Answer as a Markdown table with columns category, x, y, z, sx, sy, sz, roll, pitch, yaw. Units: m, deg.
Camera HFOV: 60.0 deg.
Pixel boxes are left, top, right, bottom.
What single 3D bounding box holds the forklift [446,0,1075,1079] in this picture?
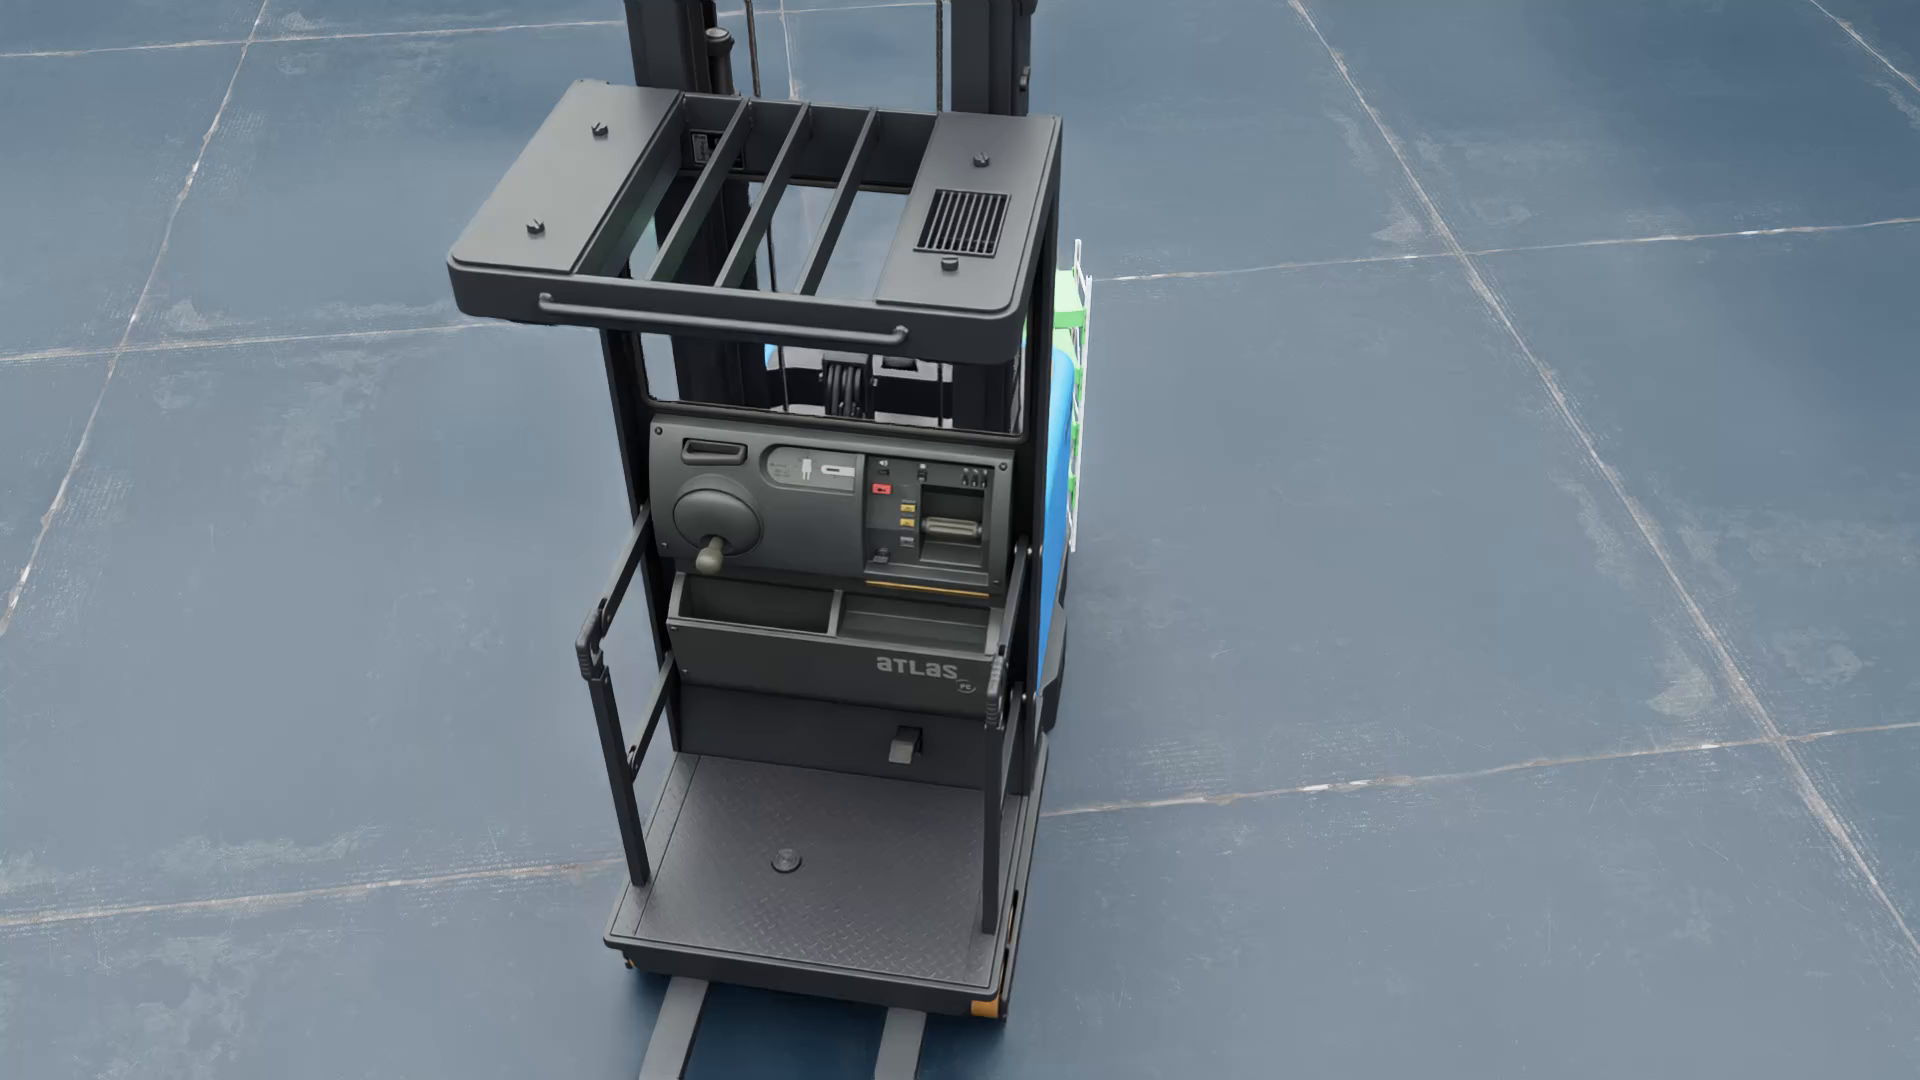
| category | x | y | z | sx | sy | sz | roll | pitch | yaw |
| --- | --- | --- | --- | --- | --- | --- | --- | --- | --- |
| forklift | -0.364 | 0.006 | 4.055 | 1.130 | 2.935 | 3.031 | 6 | 42 | 7 |

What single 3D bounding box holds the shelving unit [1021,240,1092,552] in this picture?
| category | x | y | z | sx | sy | sz | roll | pitch | yaw |
| --- | --- | --- | --- | --- | --- | --- | --- | --- | --- |
| shelving unit | 0.166 | -0.463 | 5.868 | 0.503 | 1.200 | 0.258 | -4 | 42 | -5 |

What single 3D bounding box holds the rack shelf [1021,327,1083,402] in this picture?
| category | x | y | z | sx | sy | sz | roll | pitch | yaw |
| --- | --- | --- | --- | --- | --- | --- | --- | --- | --- |
| rack shelf | 0.166 | -0.594 | 5.750 | 0.480 | 0.148 | 0.258 | -4 | 42 | -5 |

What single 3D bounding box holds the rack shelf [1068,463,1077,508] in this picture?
| category | x | y | z | sx | sy | sz | roll | pitch | yaw |
| --- | --- | --- | --- | --- | --- | --- | --- | --- | --- |
| rack shelf | 0.166 | -0.238 | 6.072 | 0.480 | 0.148 | 0.258 | -4 | 42 | -5 |

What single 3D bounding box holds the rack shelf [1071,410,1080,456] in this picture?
| category | x | y | z | sx | sy | sz | roll | pitch | yaw |
| --- | --- | --- | --- | --- | --- | --- | --- | --- | --- |
| rack shelf | 0.166 | -0.416 | 5.911 | 0.480 | 0.148 | 0.258 | -4 | 42 | -5 |

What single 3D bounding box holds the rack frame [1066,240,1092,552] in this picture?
| category | x | y | z | sx | sy | sz | roll | pitch | yaw |
| --- | --- | --- | --- | --- | --- | --- | --- | --- | --- |
| rack frame | 0.408 | -0.481 | 5.888 | 0.015 | 1.200 | 0.240 | -4 | 42 | -5 |

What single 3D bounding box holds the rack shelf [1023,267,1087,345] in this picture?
| category | x | y | z | sx | sy | sz | roll | pitch | yaw |
| --- | --- | --- | --- | --- | --- | --- | --- | --- | --- |
| rack shelf | 0.166 | -0.772 | 5.589 | 0.480 | 0.148 | 0.258 | -4 | 42 | -5 |
